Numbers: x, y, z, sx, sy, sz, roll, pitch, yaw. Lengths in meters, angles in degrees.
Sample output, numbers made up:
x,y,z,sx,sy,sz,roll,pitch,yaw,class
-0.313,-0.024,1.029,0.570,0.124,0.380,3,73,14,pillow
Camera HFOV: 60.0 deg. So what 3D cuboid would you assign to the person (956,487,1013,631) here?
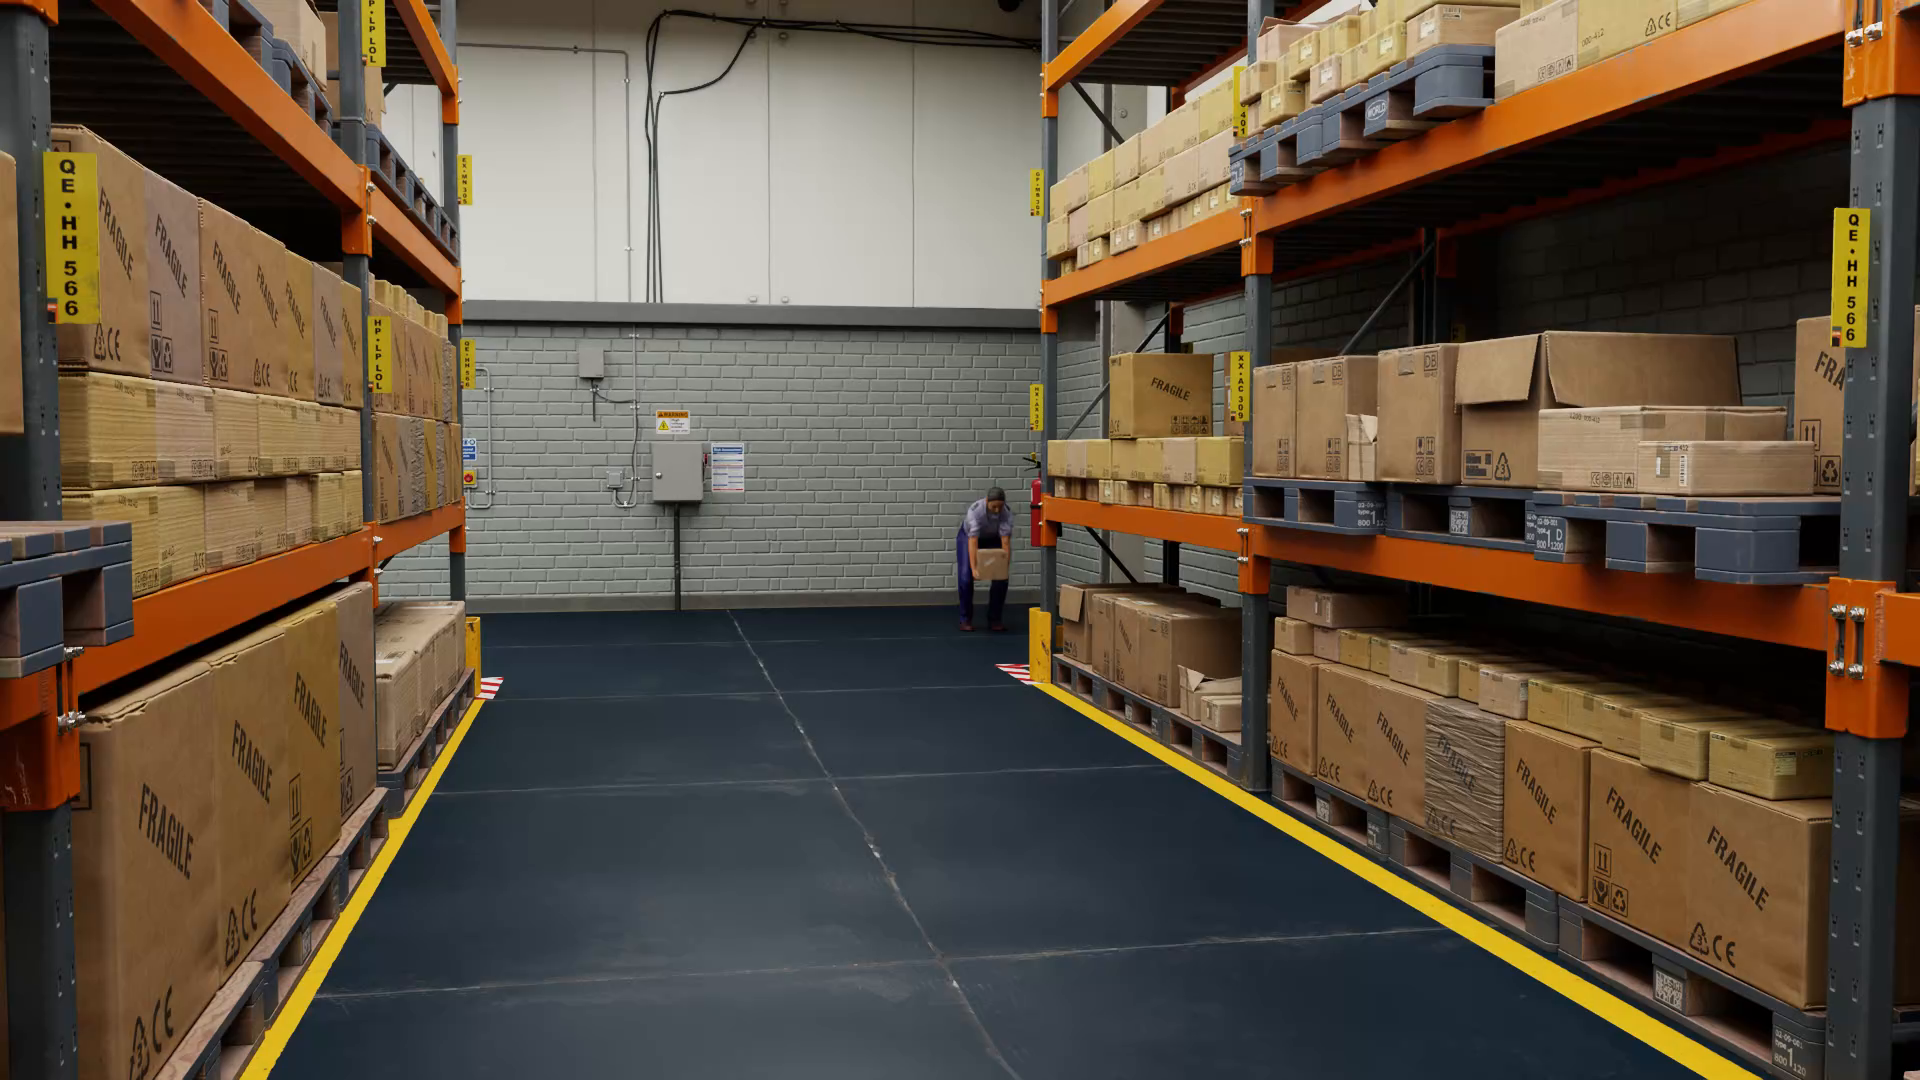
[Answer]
x,y,z,sx,sy,sz,roll,pitch,yaw,class
0.232,0.185,14.923,0.467,1.290,0.814,-1,3,-13,person
